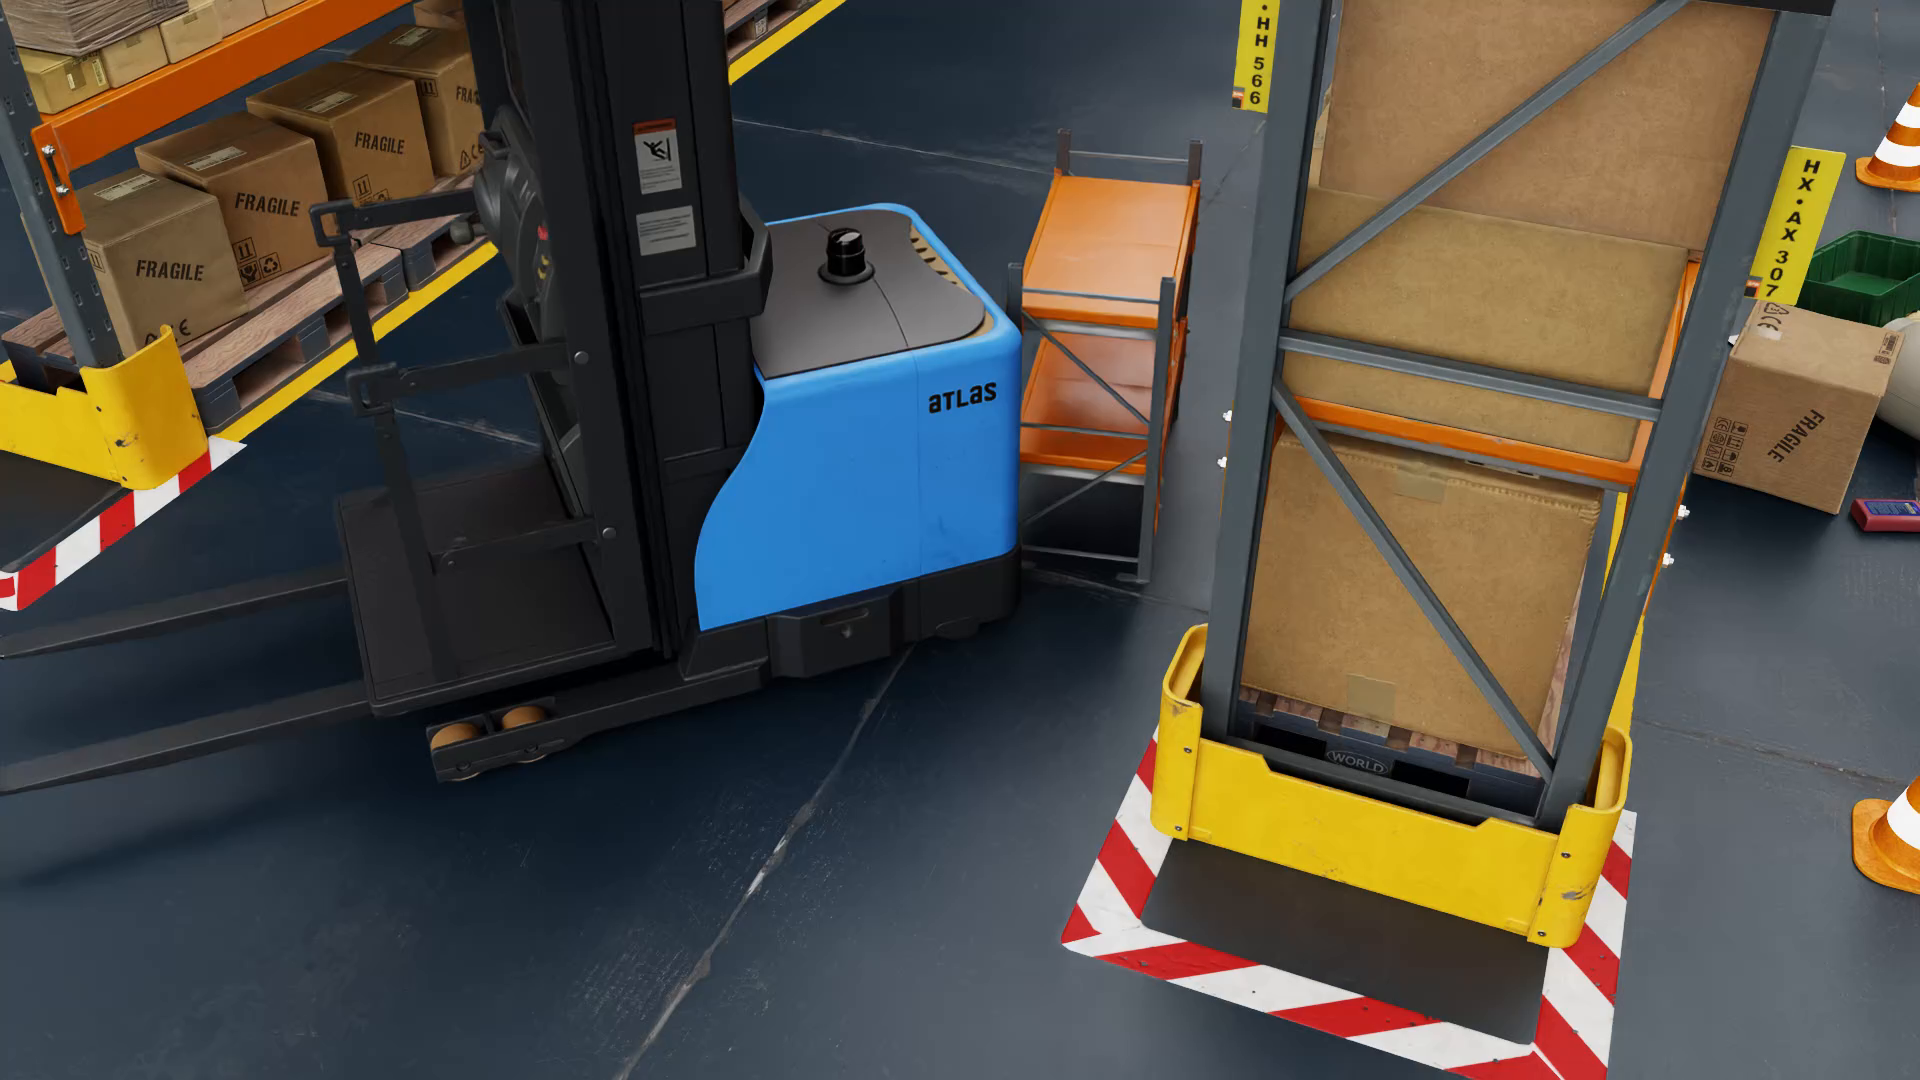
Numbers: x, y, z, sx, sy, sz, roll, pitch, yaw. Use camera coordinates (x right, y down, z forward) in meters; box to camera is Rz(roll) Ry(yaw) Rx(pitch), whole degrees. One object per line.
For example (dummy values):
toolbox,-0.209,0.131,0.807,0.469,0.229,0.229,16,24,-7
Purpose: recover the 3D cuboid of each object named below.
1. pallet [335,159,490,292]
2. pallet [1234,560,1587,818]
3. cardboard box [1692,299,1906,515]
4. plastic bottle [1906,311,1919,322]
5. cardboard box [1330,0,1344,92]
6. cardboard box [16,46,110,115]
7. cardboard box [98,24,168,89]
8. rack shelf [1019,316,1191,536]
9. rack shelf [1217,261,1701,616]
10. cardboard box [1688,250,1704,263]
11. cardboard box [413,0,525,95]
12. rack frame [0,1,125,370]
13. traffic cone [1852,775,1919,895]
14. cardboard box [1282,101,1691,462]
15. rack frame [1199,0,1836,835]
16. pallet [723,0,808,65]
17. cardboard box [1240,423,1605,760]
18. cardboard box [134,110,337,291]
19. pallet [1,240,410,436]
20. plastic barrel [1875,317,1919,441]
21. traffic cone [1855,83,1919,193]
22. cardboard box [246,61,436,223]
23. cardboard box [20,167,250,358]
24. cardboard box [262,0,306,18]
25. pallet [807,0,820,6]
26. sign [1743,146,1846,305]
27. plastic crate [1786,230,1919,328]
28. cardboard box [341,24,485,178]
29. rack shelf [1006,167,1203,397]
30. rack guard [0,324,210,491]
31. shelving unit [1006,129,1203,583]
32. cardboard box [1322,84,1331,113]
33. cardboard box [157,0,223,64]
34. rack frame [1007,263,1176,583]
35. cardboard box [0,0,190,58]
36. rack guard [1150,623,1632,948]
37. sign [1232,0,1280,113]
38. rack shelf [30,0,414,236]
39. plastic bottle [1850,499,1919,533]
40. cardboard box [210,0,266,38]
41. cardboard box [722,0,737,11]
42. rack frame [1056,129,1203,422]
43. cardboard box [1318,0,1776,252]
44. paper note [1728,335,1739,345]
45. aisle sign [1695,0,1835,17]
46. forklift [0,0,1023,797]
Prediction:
pallet,-2.580,-1.594,7.706,1.003,0.211,1.213,14,39,18
pallet,1.364,0.289,5.188,1.003,0.211,1.213,14,39,18
cardboard box,3.012,-0.489,5.985,0.500,0.500,0.500,21,42,25
plastic bottle,3.945,-0.909,6.915,0.133,0.061,0.283,-5,37,-6
cardboard box,1.433,-1.383,4.067,0.875,0.550,0.550,14,39,18
cardboard box,-3.087,-1.556,5.537,0.380,0.149,0.250,14,39,18
cardboard box,-2.975,-1.691,5.716,0.380,0.149,0.250,14,39,18
rack shelf,0.488,-0.446,5.816,0.538,0.278,1.000,7,37,9
rack shelf,1.893,-1.187,5.433,1.077,0.370,4.000,14,39,18
cardboard box,1.750,-1.235,4.771,0.875,0.550,0.550,14,39,18
cardboard box,-2.294,-2.404,8.198,0.500,0.500,0.500,27,45,32
rack frame,-3.416,-1.554,5.323,1.000,3.000,0.127,14,39,18
traffic cone,2.647,0.678,4.457,0.336,0.463,0.334,14,39,18
cardboard box,1.231,-0.644,3.980,0.875,0.550,0.550,14,39,18
rack frame,1.132,-0.368,3.737,1.000,3.000,0.127,14,39,18
pallet,-1.600,-3.083,9.698,1.003,0.211,1.213,14,39,18
cardboard box,1.329,-0.075,4.769,0.875,0.875,0.875,14,39,18
cardboard box,-2.968,-1.401,6.856,0.500,0.500,0.500,25,43,29
pallet,-3.046,-0.921,6.805,1.003,0.211,1.213,14,39,18
plastic barrel,3.641,-0.573,6.163,0.421,0.421,0.512,-17,40,-22
traffic cone,4.561,-1.965,7.992,0.336,0.463,0.334,14,39,18
cardboard box,-2.712,-1.744,7.314,0.500,0.500,0.500,18,40,22
cardboard box,-3.163,-1.063,6.403,0.500,0.500,0.500,21,42,26
cardboard box,-2.688,-2.105,6.271,0.380,0.149,0.250,14,39,18
pallet,-1.137,-3.761,10.605,1.003,0.211,1.213,14,39,18
sign,1.643,-0.617,3.280,0.100,0.325,0.005,14,39,18
plastic crate,3.799,-1.085,6.996,0.662,0.188,0.450,-25,33,-29
cardboard box,-2.458,-2.042,7.714,0.500,0.500,0.500,11,38,14
rack shelf,0.488,-0.877,5.495,0.538,0.278,1.000,7,37,9
rack guard,-3.387,-0.594,6.128,1.175,0.500,0.348,14,39,18
shelving unit,0.488,-0.642,5.670,0.538,1.125,1.048,7,37,9
cardboard box,1.420,-0.953,4.394,0.875,0.550,0.550,14,39,18
cardboard box,-2.866,-1.826,5.897,0.380,0.149,0.250,14,39,18
rack frame,0.390,-0.344,5.270,0.500,1.125,0.032,7,37,9
cardboard box,-3.182,-2.011,5.603,0.875,0.500,0.500,14,39,18
rack guard,1.123,0.647,4.467,1.175,0.500,0.348,14,39,18
sign,0.636,-1.058,3.495,0.100,0.325,0.005,14,39,18
rack shelf,-2.655,-2.373,7.020,1.077,0.370,4.000,14,39,18
plastic bottle,3.285,-0.084,5.812,0.283,0.061,0.133,1,37,2
cardboard box,-2.790,-1.969,6.088,0.380,0.149,0.250,14,39,18
cardboard box,-1.641,-3.278,9.351,0.700,0.500,0.500,11,38,14
rack frame,0.587,-0.941,6.069,0.500,1.125,0.032,7,37,9
cardboard box,1.309,-1.057,3.631,0.875,0.550,0.550,14,39,18
paper note,3.236,-0.815,6.814,0.147,0.020,0.142,-11,38,-14
aisle sign,1.383,-1.301,2.814,0.394,0.787,0.004,14,39,18
forklift,-1.373,-0.837,4.422,3.031,2.935,1.130,-14,39,-18
